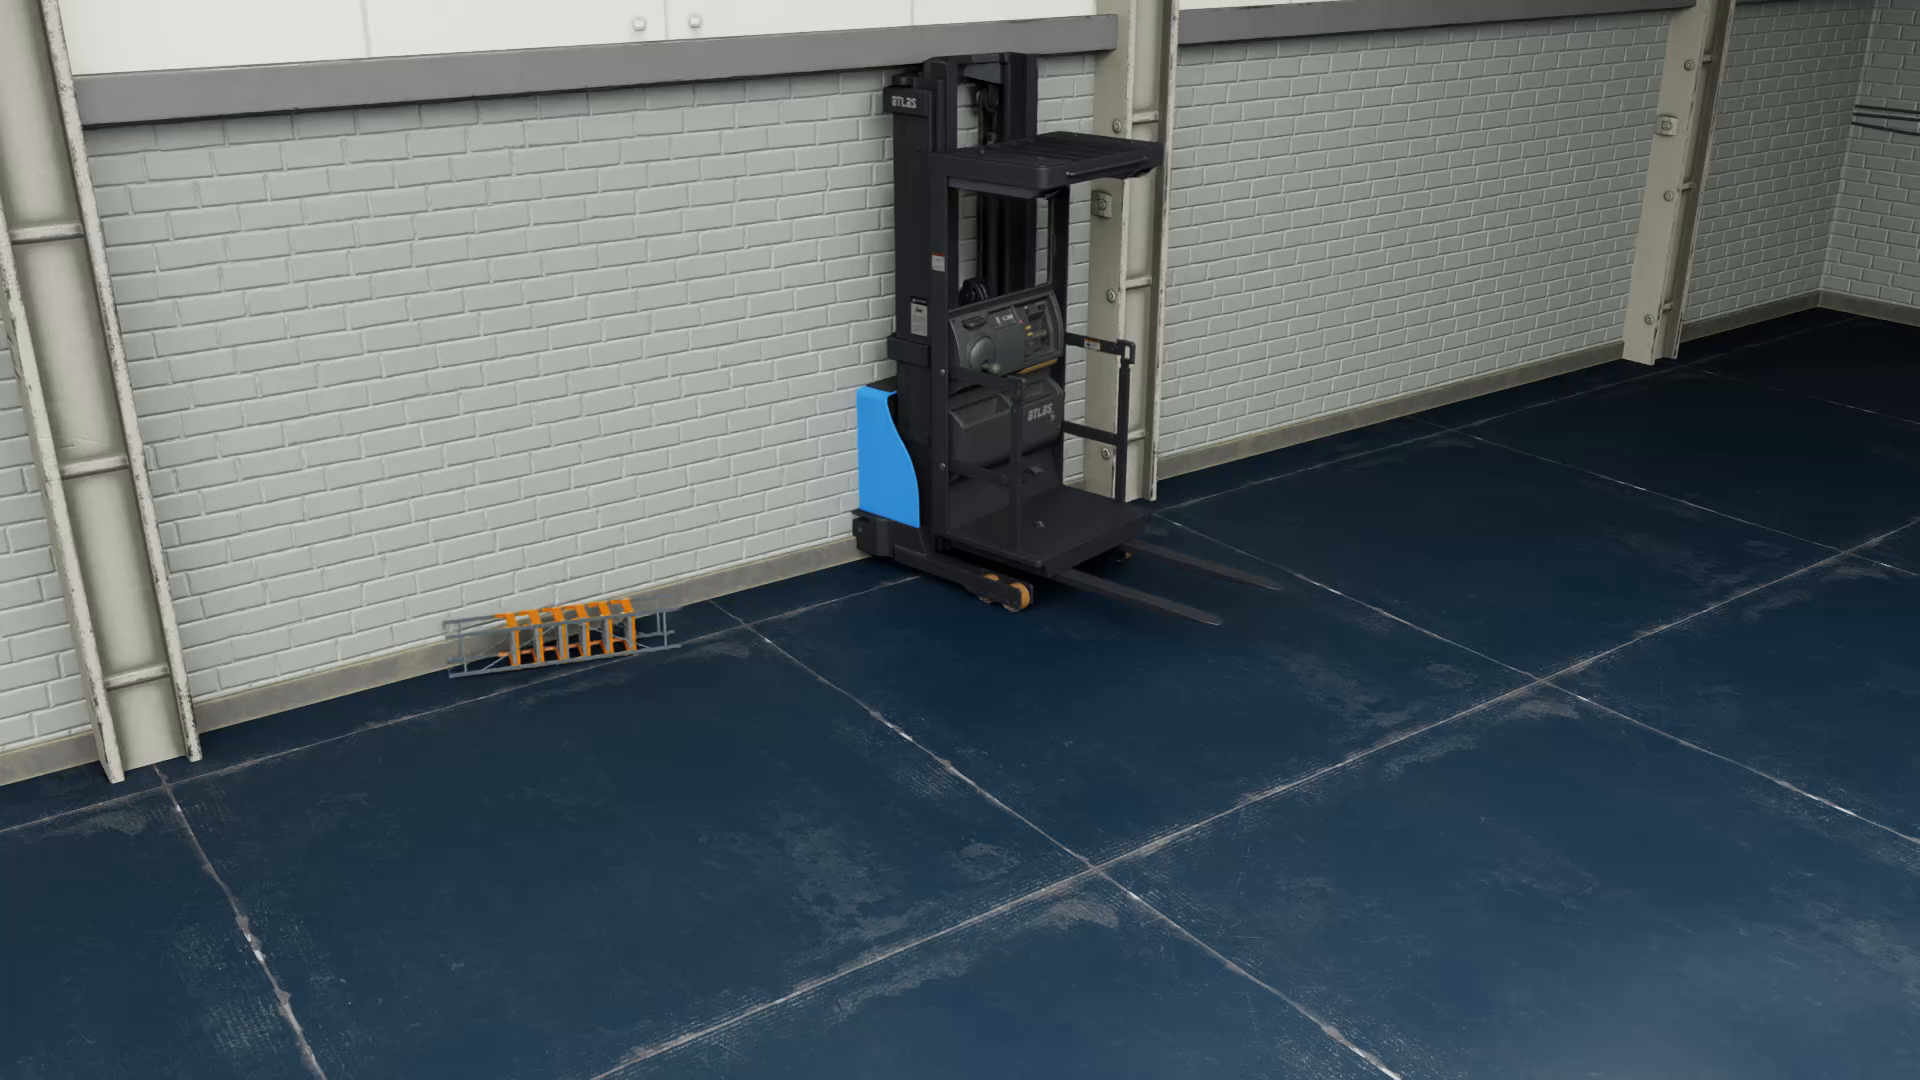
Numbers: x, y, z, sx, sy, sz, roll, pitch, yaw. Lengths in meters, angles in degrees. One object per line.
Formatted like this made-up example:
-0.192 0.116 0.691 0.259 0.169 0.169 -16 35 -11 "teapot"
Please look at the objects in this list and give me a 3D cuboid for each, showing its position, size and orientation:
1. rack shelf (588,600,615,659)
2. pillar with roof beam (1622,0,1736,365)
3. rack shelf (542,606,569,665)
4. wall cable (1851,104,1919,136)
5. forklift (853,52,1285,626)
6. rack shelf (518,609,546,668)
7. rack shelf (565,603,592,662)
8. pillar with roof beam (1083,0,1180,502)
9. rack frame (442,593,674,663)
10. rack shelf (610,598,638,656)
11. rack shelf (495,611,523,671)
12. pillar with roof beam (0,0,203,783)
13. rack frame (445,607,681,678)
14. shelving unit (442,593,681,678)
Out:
-1.905 0.477 8.837 0.103 0.258 0.180 -7 23 -20 "rack shelf"
8.446 -4.457 9.423 0.400 9.000 9.100 -15 26 -33 "pillar with roof beam"
-2.130 0.503 8.756 0.103 0.258 0.180 -7 23 -20 "rack shelf"
9.096 -4.549 13.845 0.112 2.526 3.097 -15 26 -33 "wall cable"
0.432 -1.173 9.382 3.031 2.935 1.130 18 28 38 "forklift"
-2.242 0.516 8.715 0.103 0.258 0.180 -7 23 -20 "rack shelf"
-2.018 0.490 8.796 0.103 0.258 0.180 -7 23 -20 "rack shelf"
3.576 -3.158 6.168 0.400 9.000 9.100 -15 26 -33 "pillar with roof beam"
-2.121 0.466 8.850 1.200 0.240 0.006 -7 23 -20 "rack frame"
-1.793 0.464 8.877 0.103 0.258 0.180 -7 23 -20 "rack shelf"
-2.354 0.529 8.675 0.103 0.258 0.180 -7 23 -20 "rack shelf"
-1.295 -1.859 2.914 0.400 9.000 9.100 -15 26 -33 "pillar with roof beam"
-2.056 0.531 8.692 1.200 0.240 0.006 -7 23 -20 "rack frame"
-2.088 0.498 8.771 1.200 0.258 0.189 -7 23 -20 "shelving unit"
